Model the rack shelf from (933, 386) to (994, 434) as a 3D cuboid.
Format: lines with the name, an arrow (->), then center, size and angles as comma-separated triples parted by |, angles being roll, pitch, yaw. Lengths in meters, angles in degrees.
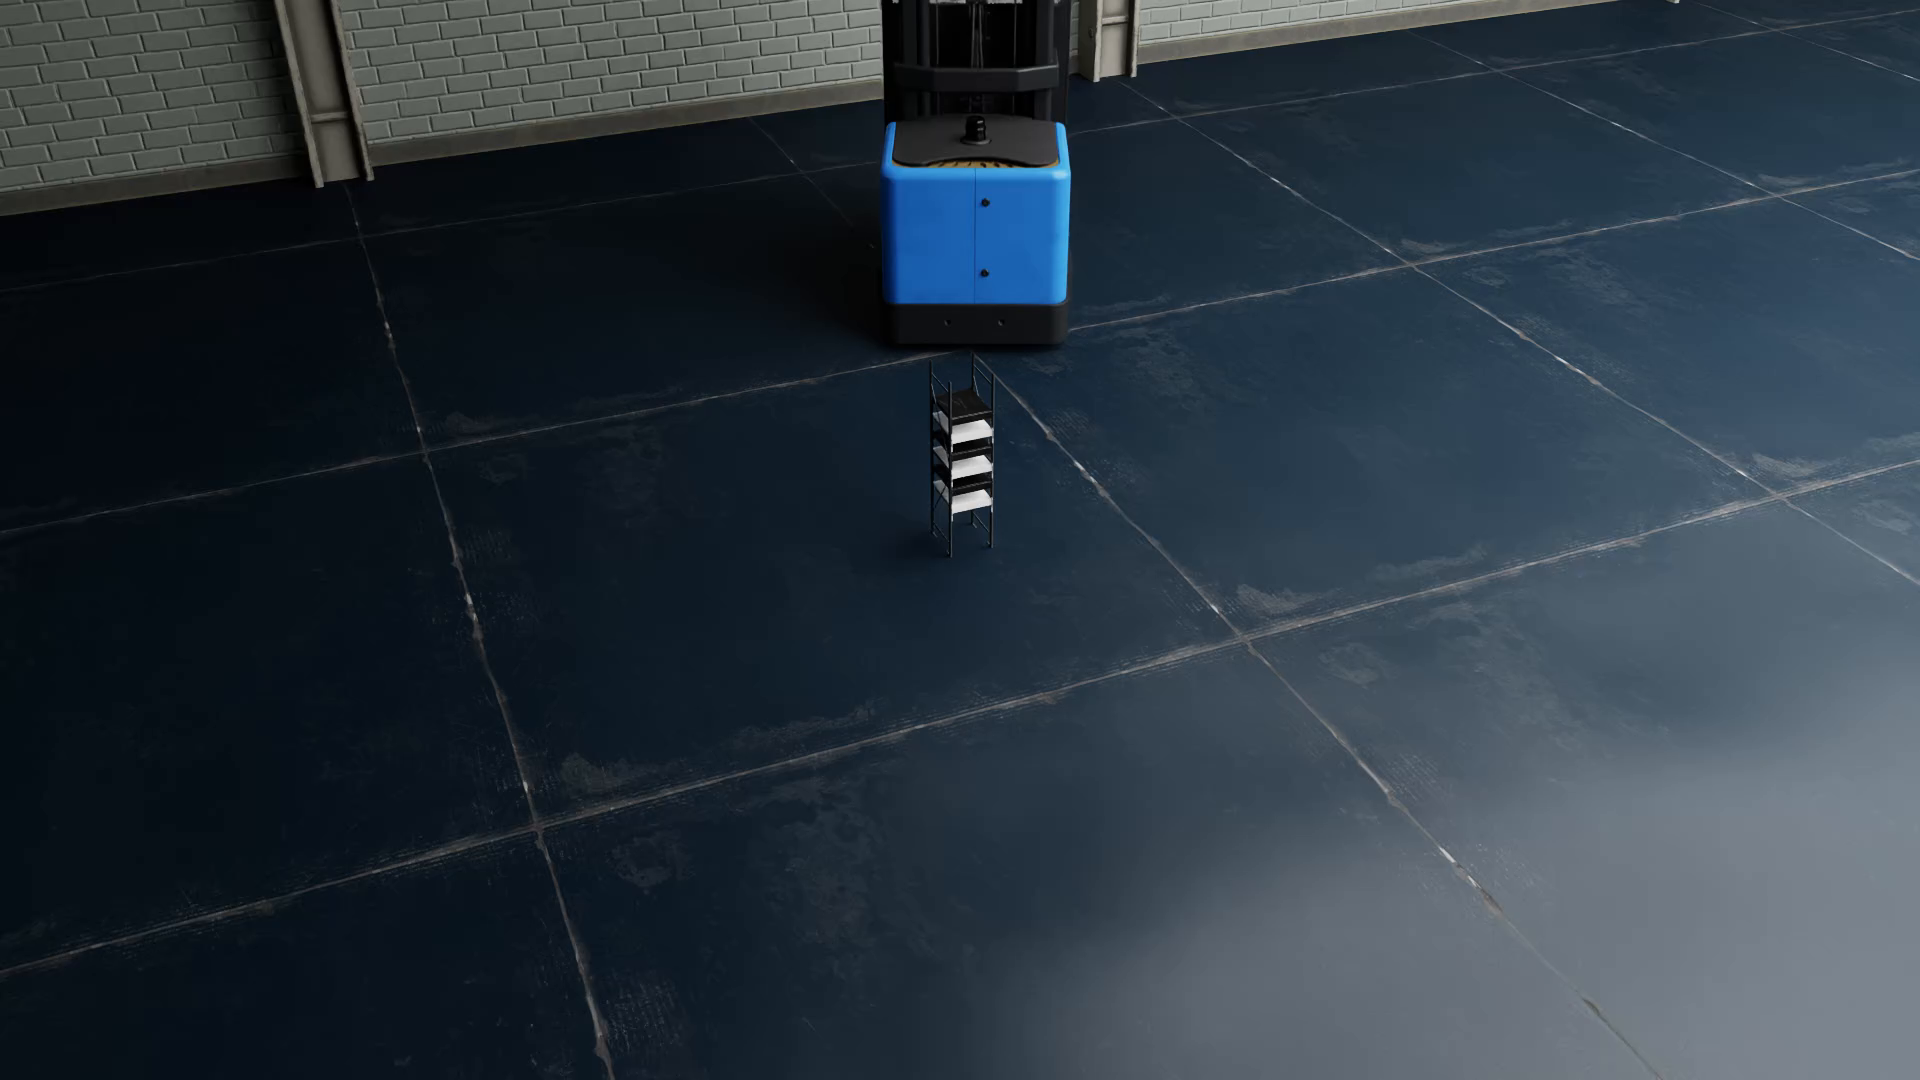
rack shelf -> 0.008, -0.577, 7.378 | 0.200, 0.077, 0.258 | -13, 35, -19

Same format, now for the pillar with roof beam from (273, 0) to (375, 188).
pillar with roof beam -> -2.665, -4.159, 5.891 | 0.400, 9.000, 9.100 | -13, 35, -19

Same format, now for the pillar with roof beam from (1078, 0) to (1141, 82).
pillar with roof beam -> 2.867, -5.426, 7.838 | 0.400, 9.000, 9.100 | -13, 35, -19

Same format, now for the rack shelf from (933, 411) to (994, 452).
rack shelf -> 0.008, -0.502, 7.427 | 0.200, 0.077, 0.258 | -13, 35, -19

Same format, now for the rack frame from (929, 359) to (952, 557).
rack frame -> -0.086, -0.357, 7.474 | 0.006, 0.900, 0.240 | -13, 35, -19

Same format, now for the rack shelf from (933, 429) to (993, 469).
rack shelf -> 0.008, -0.426, 7.476 | 0.200, 0.077, 0.258 | -13, 35, -19

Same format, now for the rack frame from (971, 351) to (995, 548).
rack frame -> 0.101, -0.400, 7.540 | 0.006, 0.900, 0.240 | -13, 35, -19

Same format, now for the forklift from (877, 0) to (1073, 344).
forklift -> 0.096, -3.090, 9.811 | 1.130, 2.935, 3.031 | 0, 33, 0

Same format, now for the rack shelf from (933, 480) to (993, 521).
rack shelf -> 0.007, -0.200, 7.624 | 0.200, 0.077, 0.258 | -13, 35, -19

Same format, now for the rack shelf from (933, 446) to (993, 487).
rack shelf -> 0.008, -0.351, 7.525 | 0.200, 0.077, 0.258 | -13, 35, -19

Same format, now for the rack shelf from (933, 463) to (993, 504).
rack shelf -> 0.007, -0.276, 7.574 | 0.200, 0.077, 0.258 | -13, 35, -19

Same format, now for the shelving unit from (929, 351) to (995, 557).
shelving unit -> 0.008, -0.379, 7.507 | 0.210, 0.900, 0.258 | -13, 35, -19
